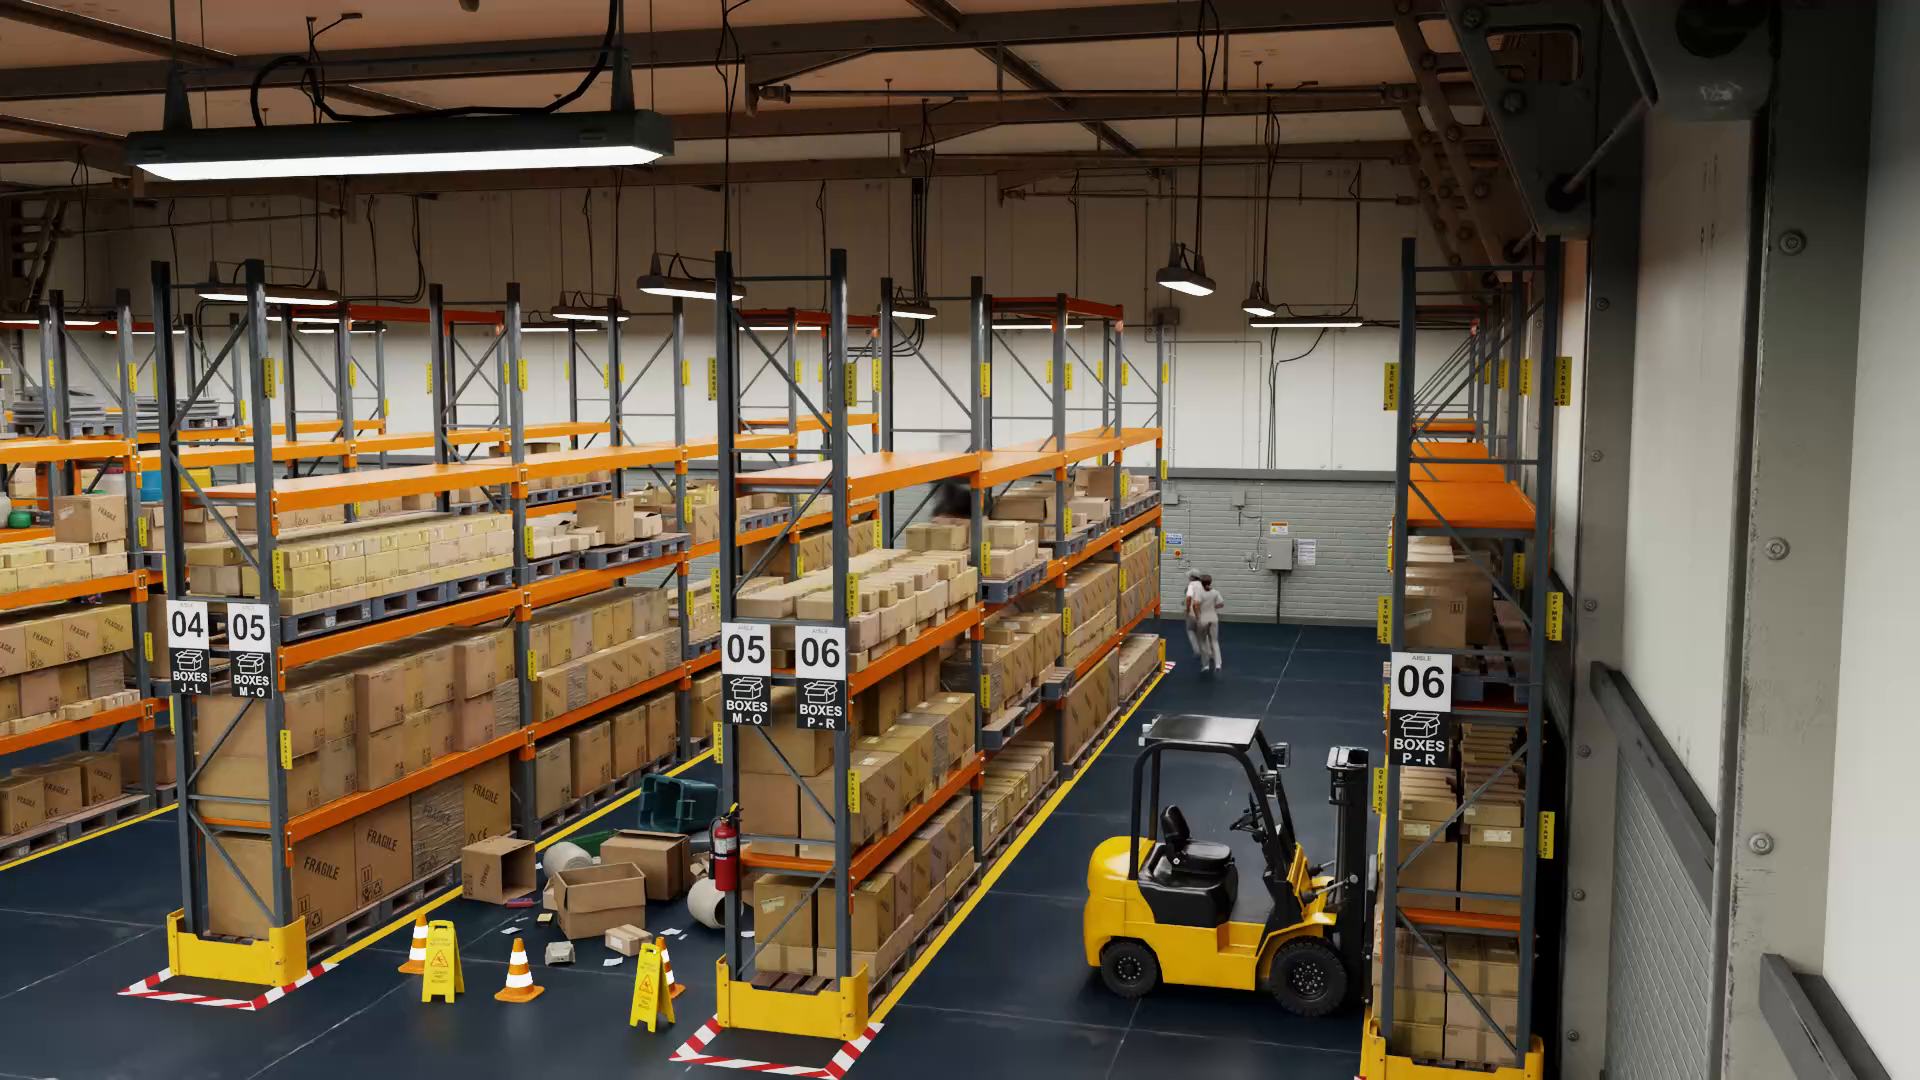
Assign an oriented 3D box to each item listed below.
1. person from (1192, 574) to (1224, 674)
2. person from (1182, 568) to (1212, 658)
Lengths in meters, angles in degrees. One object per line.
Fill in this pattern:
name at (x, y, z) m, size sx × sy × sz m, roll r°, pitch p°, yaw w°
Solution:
person at (4.102, 1.406, 27.607) m, size 0.574 × 1.689 × 0.846 m, roll -1°, pitch 6°, yaw -5°
person at (4.121, 1.309, 29.044) m, size 0.608 × 1.664 × 0.633 m, roll -2°, pitch 6°, yaw -15°
